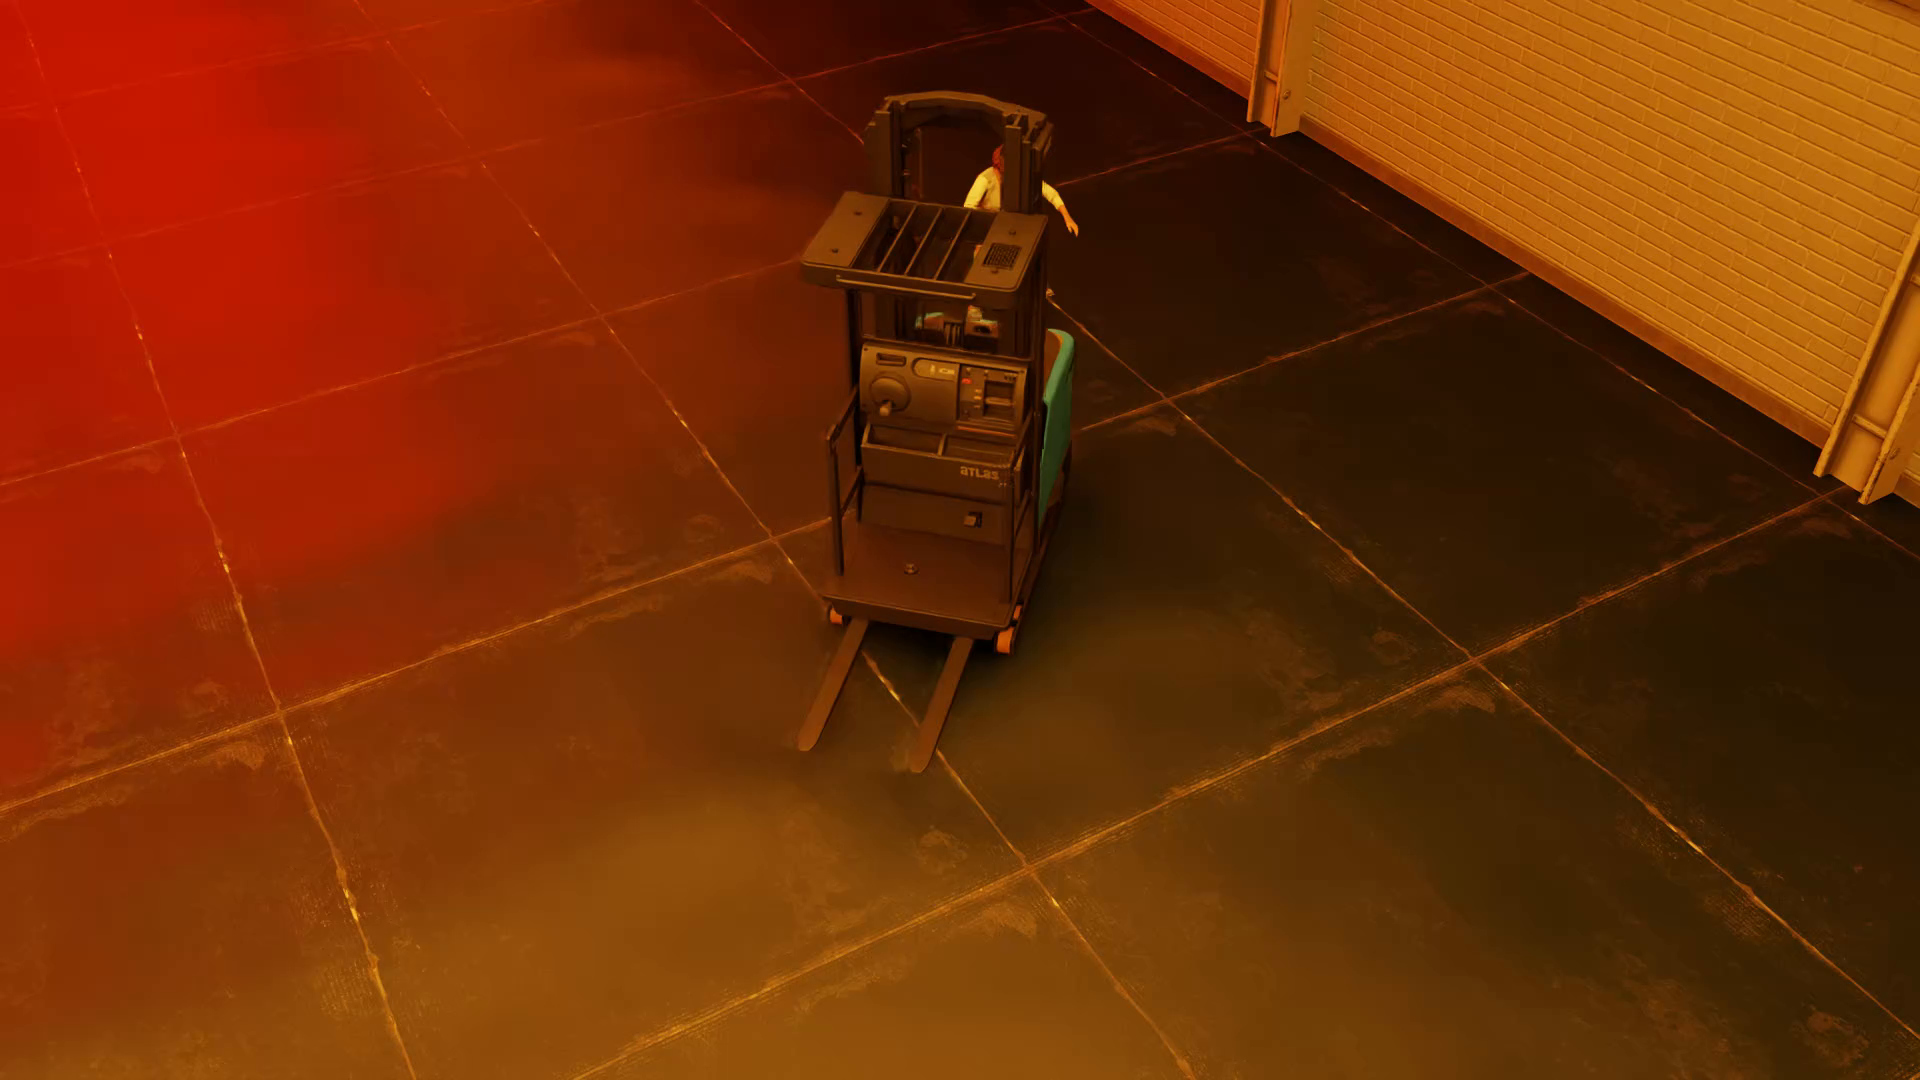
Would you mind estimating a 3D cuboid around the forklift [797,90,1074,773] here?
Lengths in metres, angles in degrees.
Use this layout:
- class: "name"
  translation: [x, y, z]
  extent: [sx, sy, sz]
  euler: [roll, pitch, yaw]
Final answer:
- class: "forklift"
  translation: [-0.147, -0.749, 8.939]
  extent: [1.130, 2.935, 3.031]
  euler: [9, 41, 11]

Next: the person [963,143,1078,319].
- class: "person"
  translation: [0.369, -2.121, 11.797]
  extent: [0.941, 1.447, 0.882]
  euler: [-13, 41, -15]
